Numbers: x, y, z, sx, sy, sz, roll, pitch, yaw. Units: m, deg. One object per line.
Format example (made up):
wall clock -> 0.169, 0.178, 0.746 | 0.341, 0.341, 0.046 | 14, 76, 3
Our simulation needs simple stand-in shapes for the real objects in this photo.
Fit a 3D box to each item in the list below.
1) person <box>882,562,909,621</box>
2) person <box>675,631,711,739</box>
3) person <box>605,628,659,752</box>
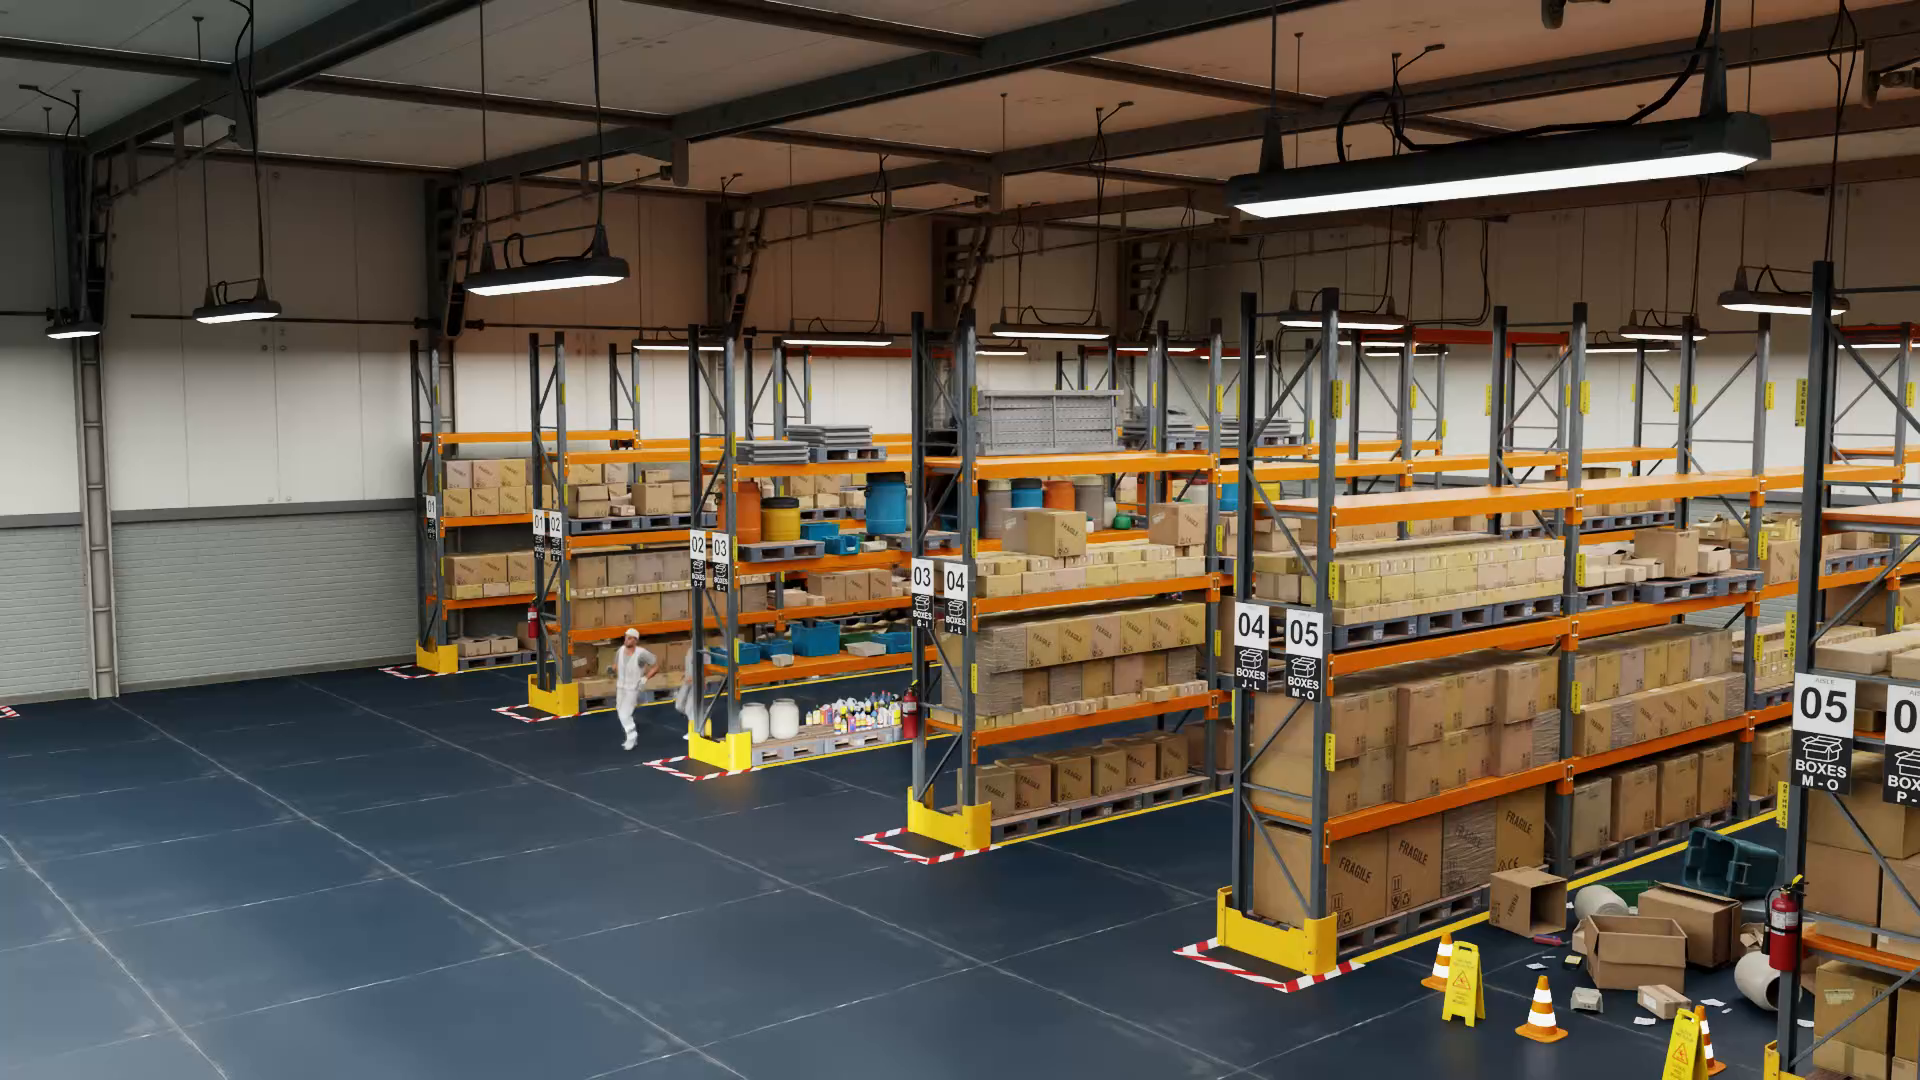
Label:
person -> -1.267, 1.188, 33.639 | 0.613, 1.815, 0.909 | 4, 6, 35
person -> -3.857, 2.116, 24.385 | 0.553, 1.620, 0.551 | 4, 7, 39
person -> -4.662, 2.123, 23.451 | 0.660, 1.768, 0.661 | 3, 6, 30
